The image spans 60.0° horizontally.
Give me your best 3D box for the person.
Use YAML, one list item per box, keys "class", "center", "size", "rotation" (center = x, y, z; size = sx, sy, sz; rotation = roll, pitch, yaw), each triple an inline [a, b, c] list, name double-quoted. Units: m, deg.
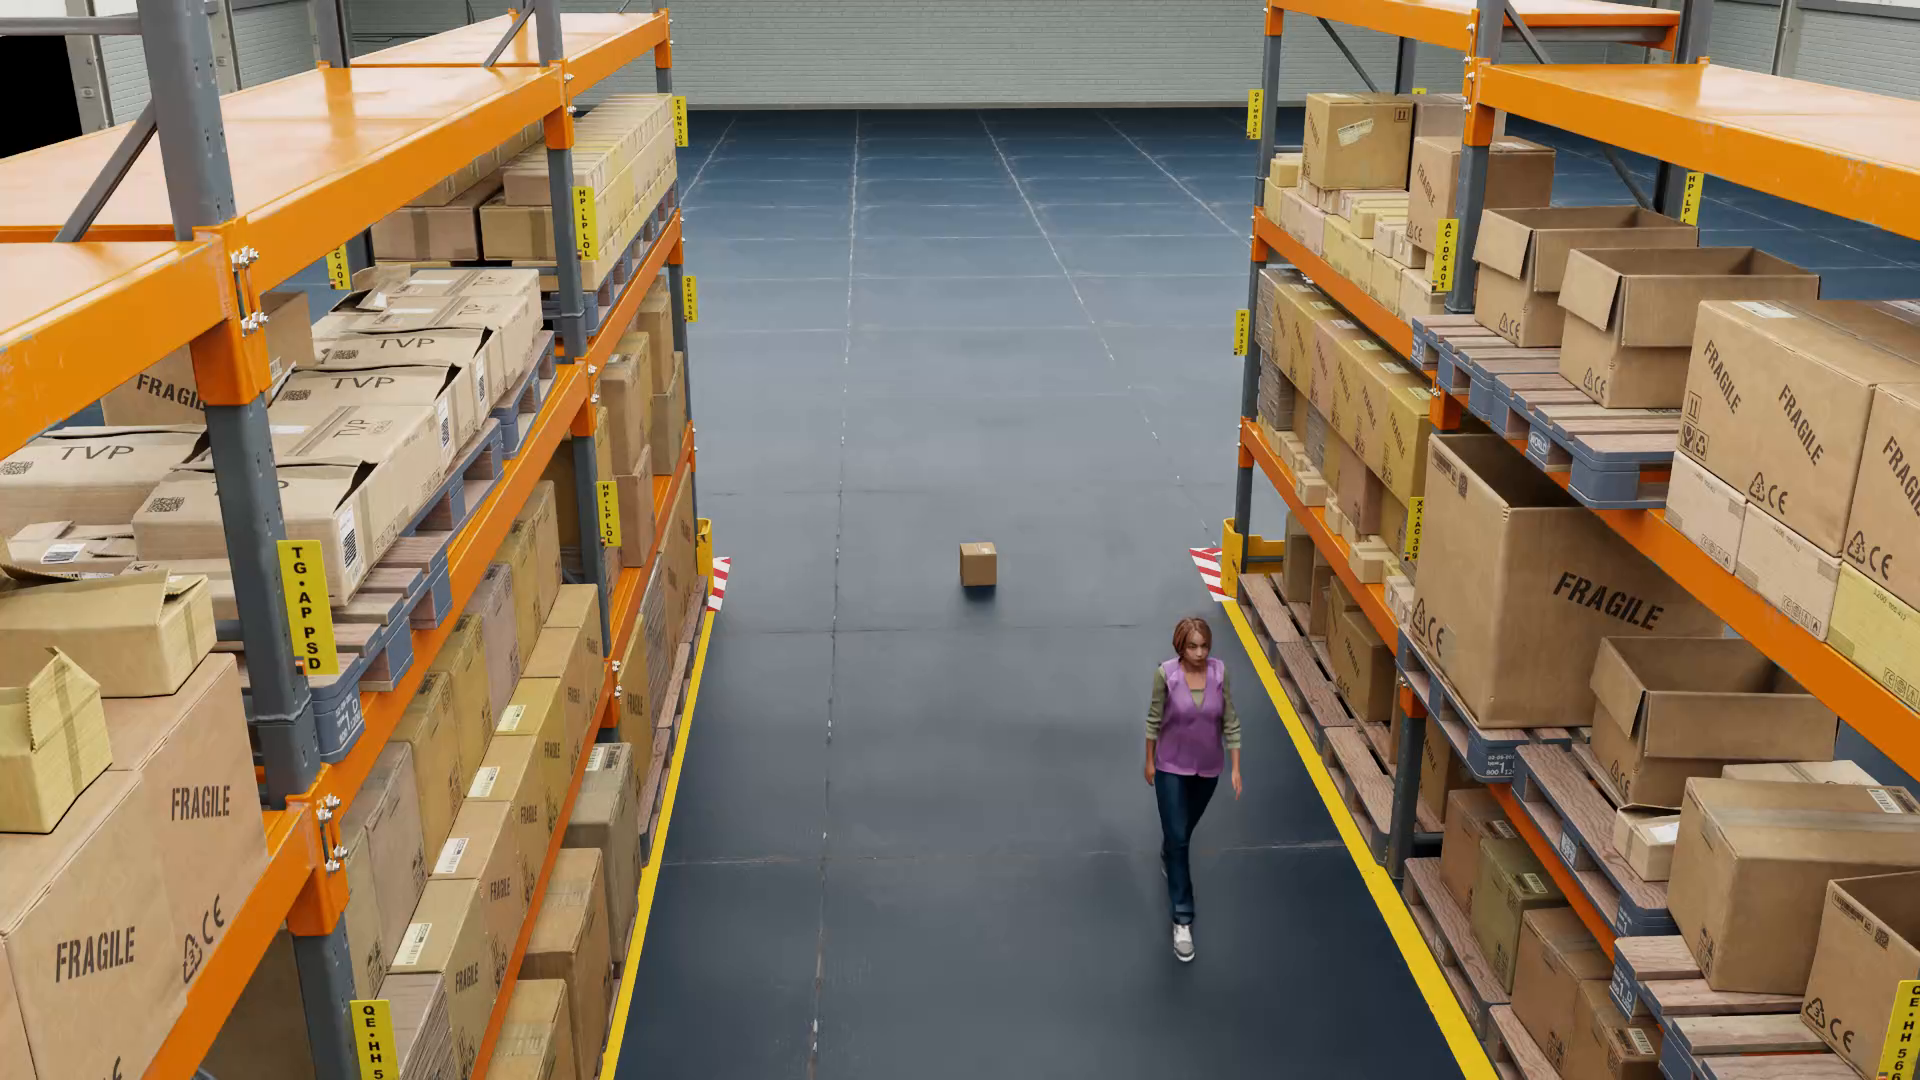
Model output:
- class: "person"
  center: [1.139, 1.240, 8.094]
  size: [0.351, 1.343, 0.807]
  rotation: [-4, 21, -11]
